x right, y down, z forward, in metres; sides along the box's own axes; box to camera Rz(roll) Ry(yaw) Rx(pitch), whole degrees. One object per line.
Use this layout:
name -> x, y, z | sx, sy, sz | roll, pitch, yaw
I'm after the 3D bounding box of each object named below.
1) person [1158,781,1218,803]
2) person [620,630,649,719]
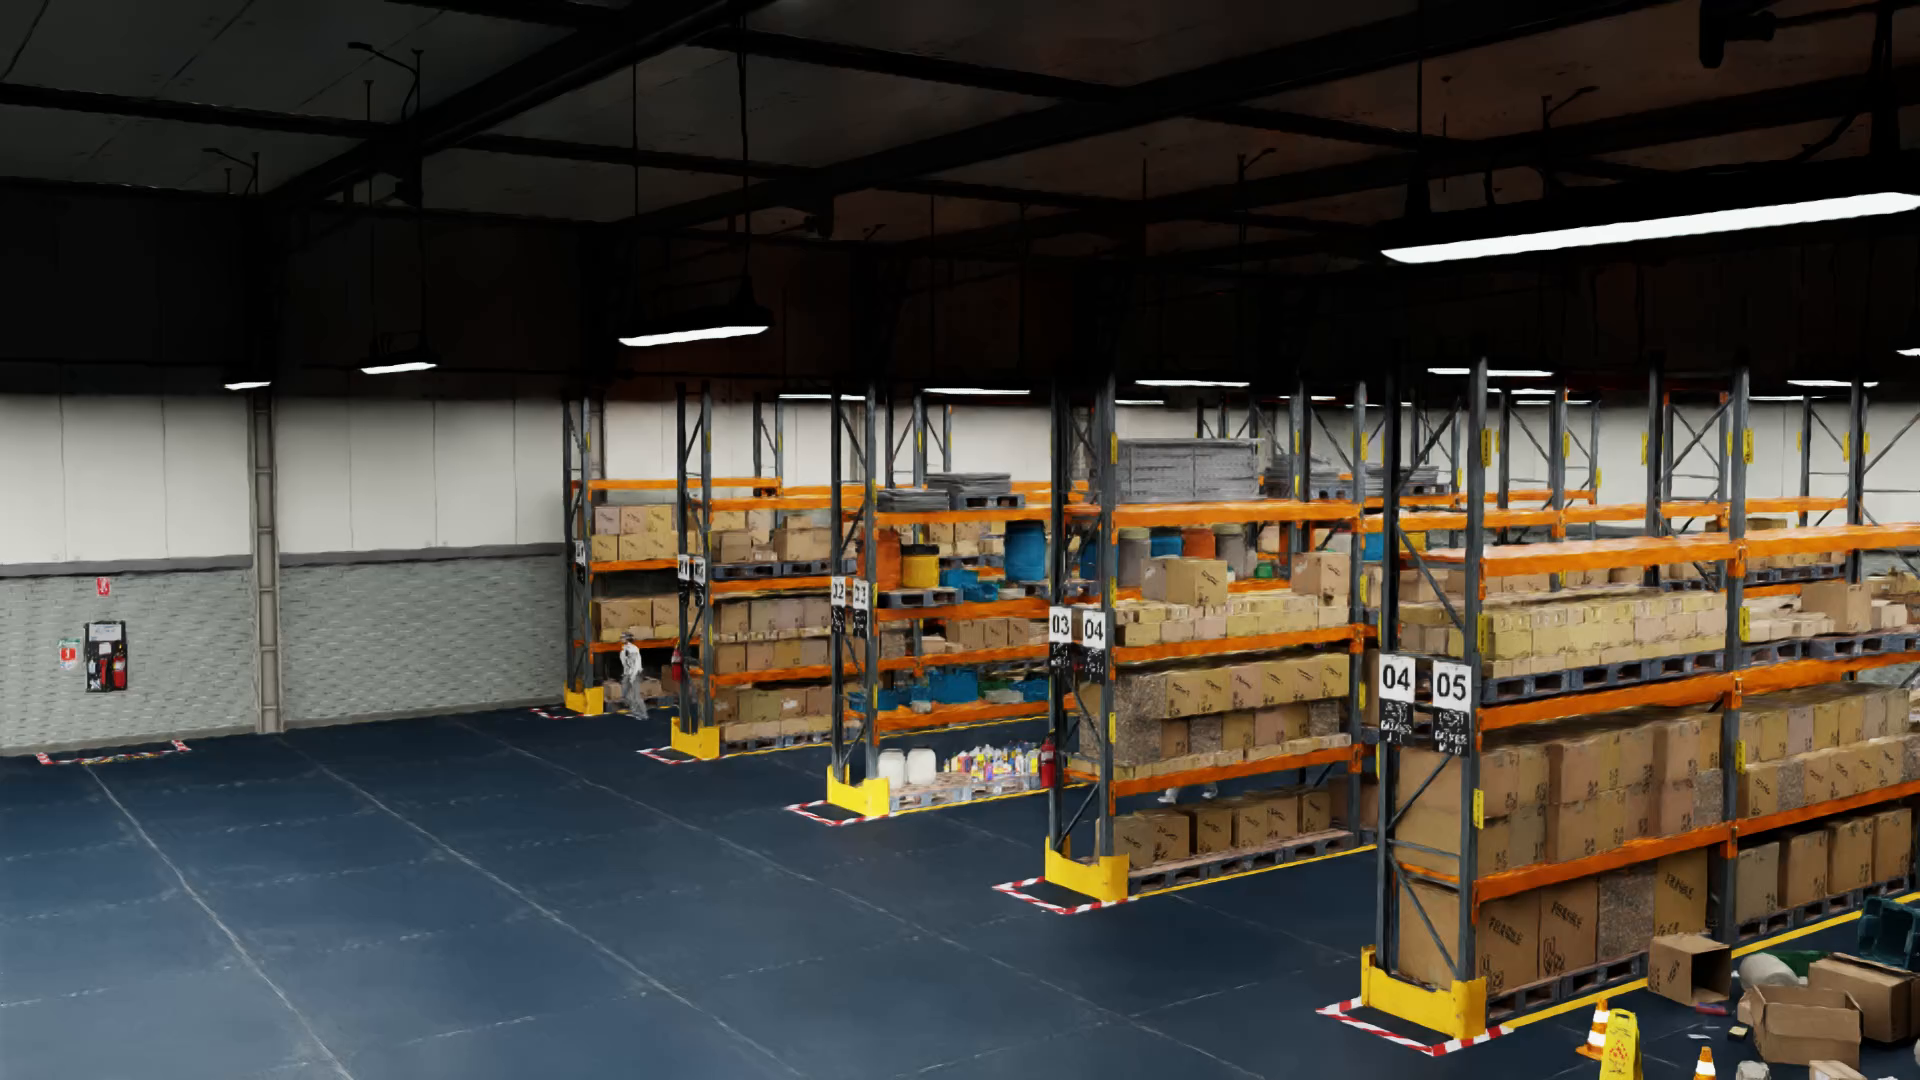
person -> 3.213, 2.863, 23.224 | 1.019, 1.612, 0.455 | -3, 5, -36
person -> -5.943, 2.425, 30.096 | 0.502, 1.631, 0.441 | -3, 5, -38
